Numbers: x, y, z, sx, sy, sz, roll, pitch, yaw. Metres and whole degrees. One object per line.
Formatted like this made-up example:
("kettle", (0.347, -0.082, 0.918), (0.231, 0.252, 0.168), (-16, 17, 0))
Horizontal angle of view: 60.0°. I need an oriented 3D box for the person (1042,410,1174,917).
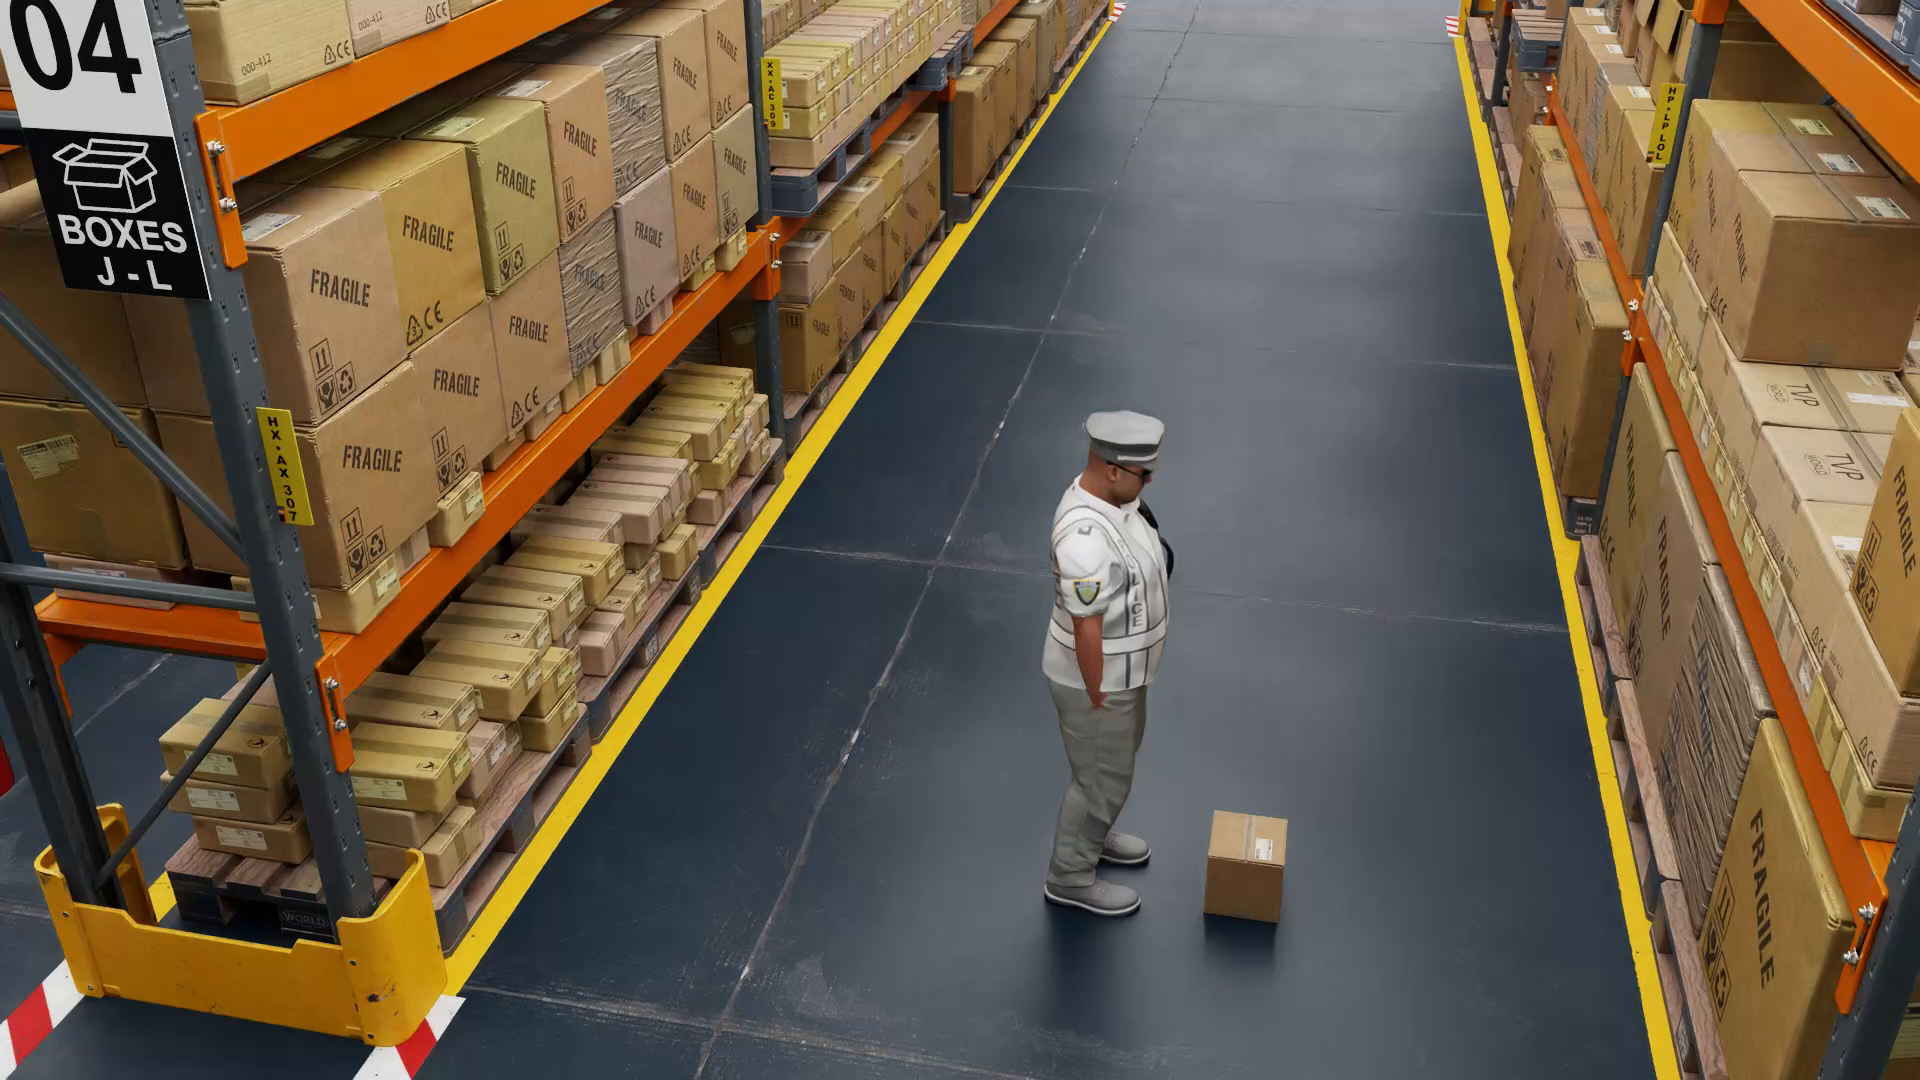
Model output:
("person", (0.473, 0.398, 5.408), (0.391, 1.738, 0.531), (6, 29, 12))
